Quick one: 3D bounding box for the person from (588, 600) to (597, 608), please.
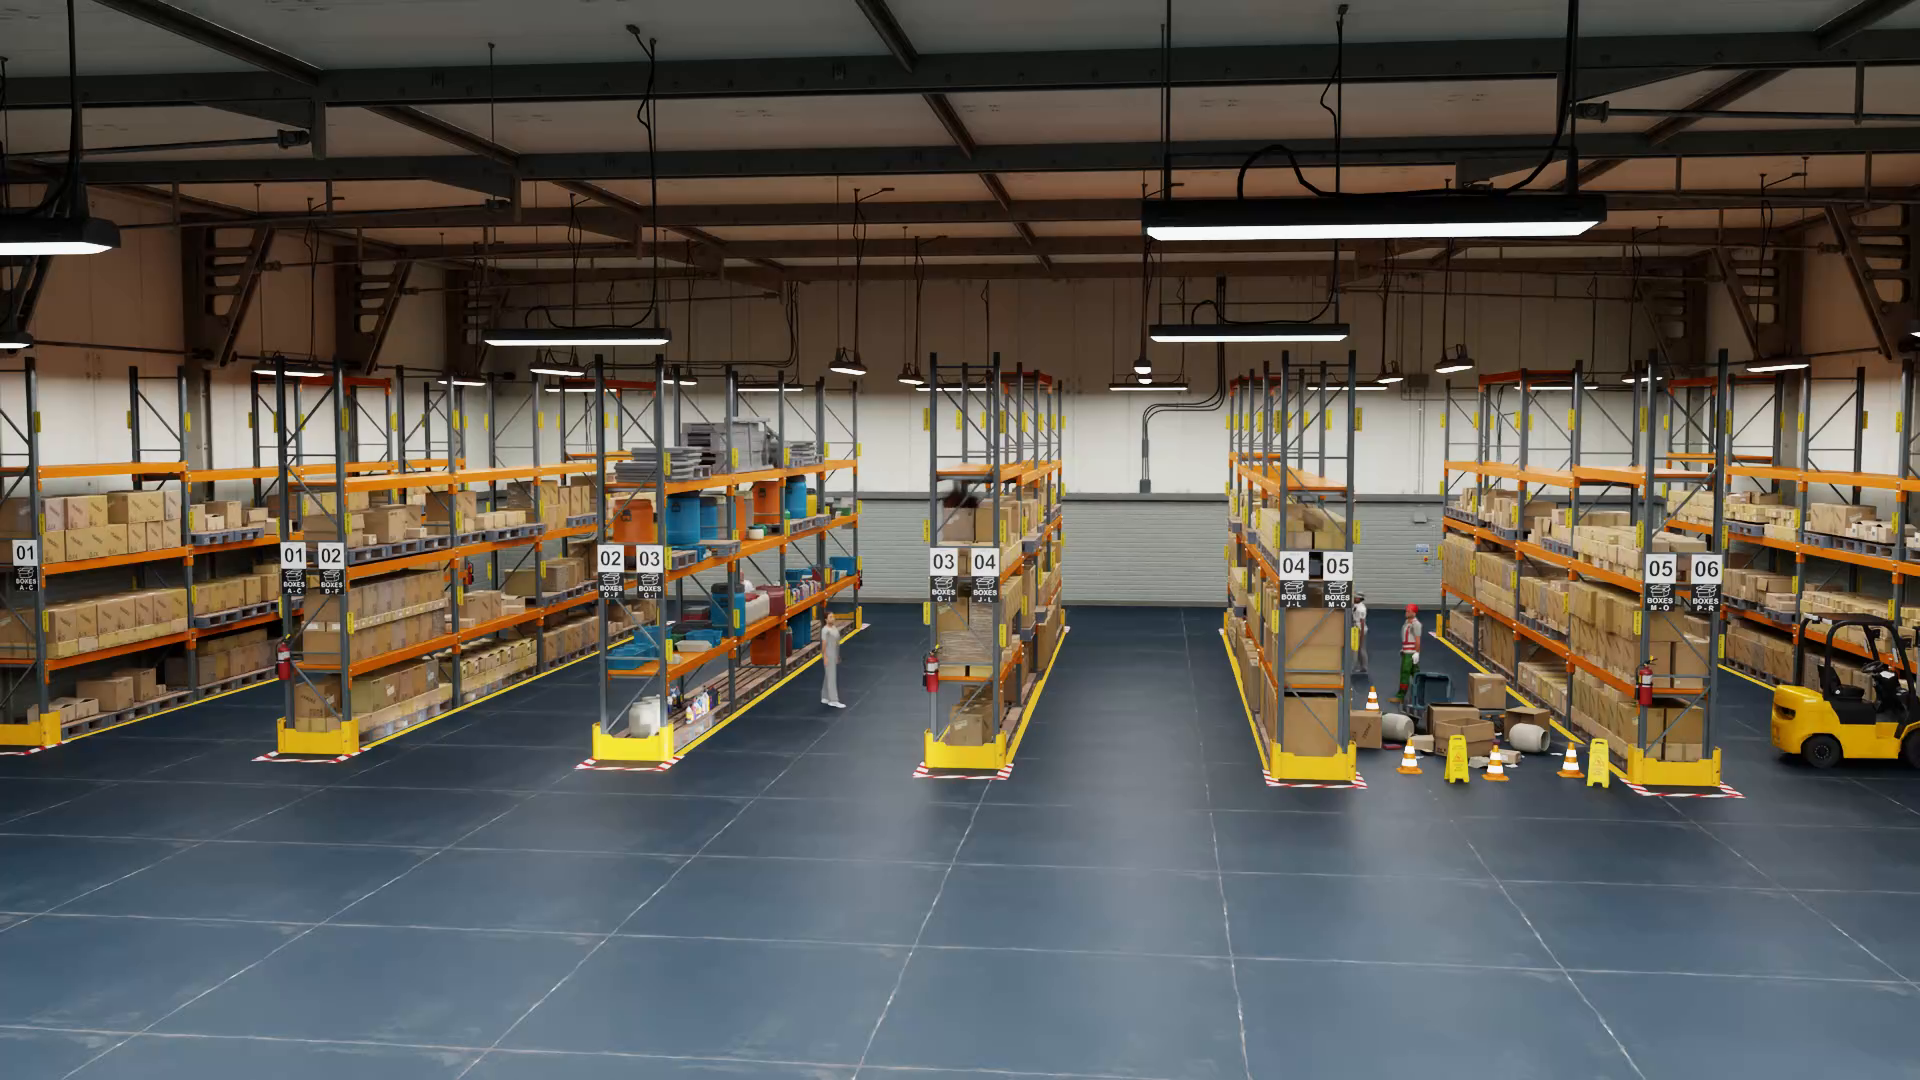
[{"bbox_3d":[-10.203,0.990,44.984,0.967,1.688,0.592,2,4,25],"label":"person"}]

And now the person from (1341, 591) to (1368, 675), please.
[{"bbox_3d":[7.829,1.836,33.022,0.561,1.678,0.518,1,4,15],"label":"person"}]

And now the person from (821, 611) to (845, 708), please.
[{"bbox_3d":[-2.226,2.095,29.424,0.510,1.688,0.487,1,4,15],"label":"person"}]

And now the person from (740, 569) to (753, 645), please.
[{"bbox_3d":[-4.889,1.512,36.885,0.672,1.723,1.096,2,4,22],"label":"person"}]

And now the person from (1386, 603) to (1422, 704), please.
[{"bbox_3d":[7.958,2.019,29.694,0.627,1.777,0.587,1,4,18],"label":"person"}]
